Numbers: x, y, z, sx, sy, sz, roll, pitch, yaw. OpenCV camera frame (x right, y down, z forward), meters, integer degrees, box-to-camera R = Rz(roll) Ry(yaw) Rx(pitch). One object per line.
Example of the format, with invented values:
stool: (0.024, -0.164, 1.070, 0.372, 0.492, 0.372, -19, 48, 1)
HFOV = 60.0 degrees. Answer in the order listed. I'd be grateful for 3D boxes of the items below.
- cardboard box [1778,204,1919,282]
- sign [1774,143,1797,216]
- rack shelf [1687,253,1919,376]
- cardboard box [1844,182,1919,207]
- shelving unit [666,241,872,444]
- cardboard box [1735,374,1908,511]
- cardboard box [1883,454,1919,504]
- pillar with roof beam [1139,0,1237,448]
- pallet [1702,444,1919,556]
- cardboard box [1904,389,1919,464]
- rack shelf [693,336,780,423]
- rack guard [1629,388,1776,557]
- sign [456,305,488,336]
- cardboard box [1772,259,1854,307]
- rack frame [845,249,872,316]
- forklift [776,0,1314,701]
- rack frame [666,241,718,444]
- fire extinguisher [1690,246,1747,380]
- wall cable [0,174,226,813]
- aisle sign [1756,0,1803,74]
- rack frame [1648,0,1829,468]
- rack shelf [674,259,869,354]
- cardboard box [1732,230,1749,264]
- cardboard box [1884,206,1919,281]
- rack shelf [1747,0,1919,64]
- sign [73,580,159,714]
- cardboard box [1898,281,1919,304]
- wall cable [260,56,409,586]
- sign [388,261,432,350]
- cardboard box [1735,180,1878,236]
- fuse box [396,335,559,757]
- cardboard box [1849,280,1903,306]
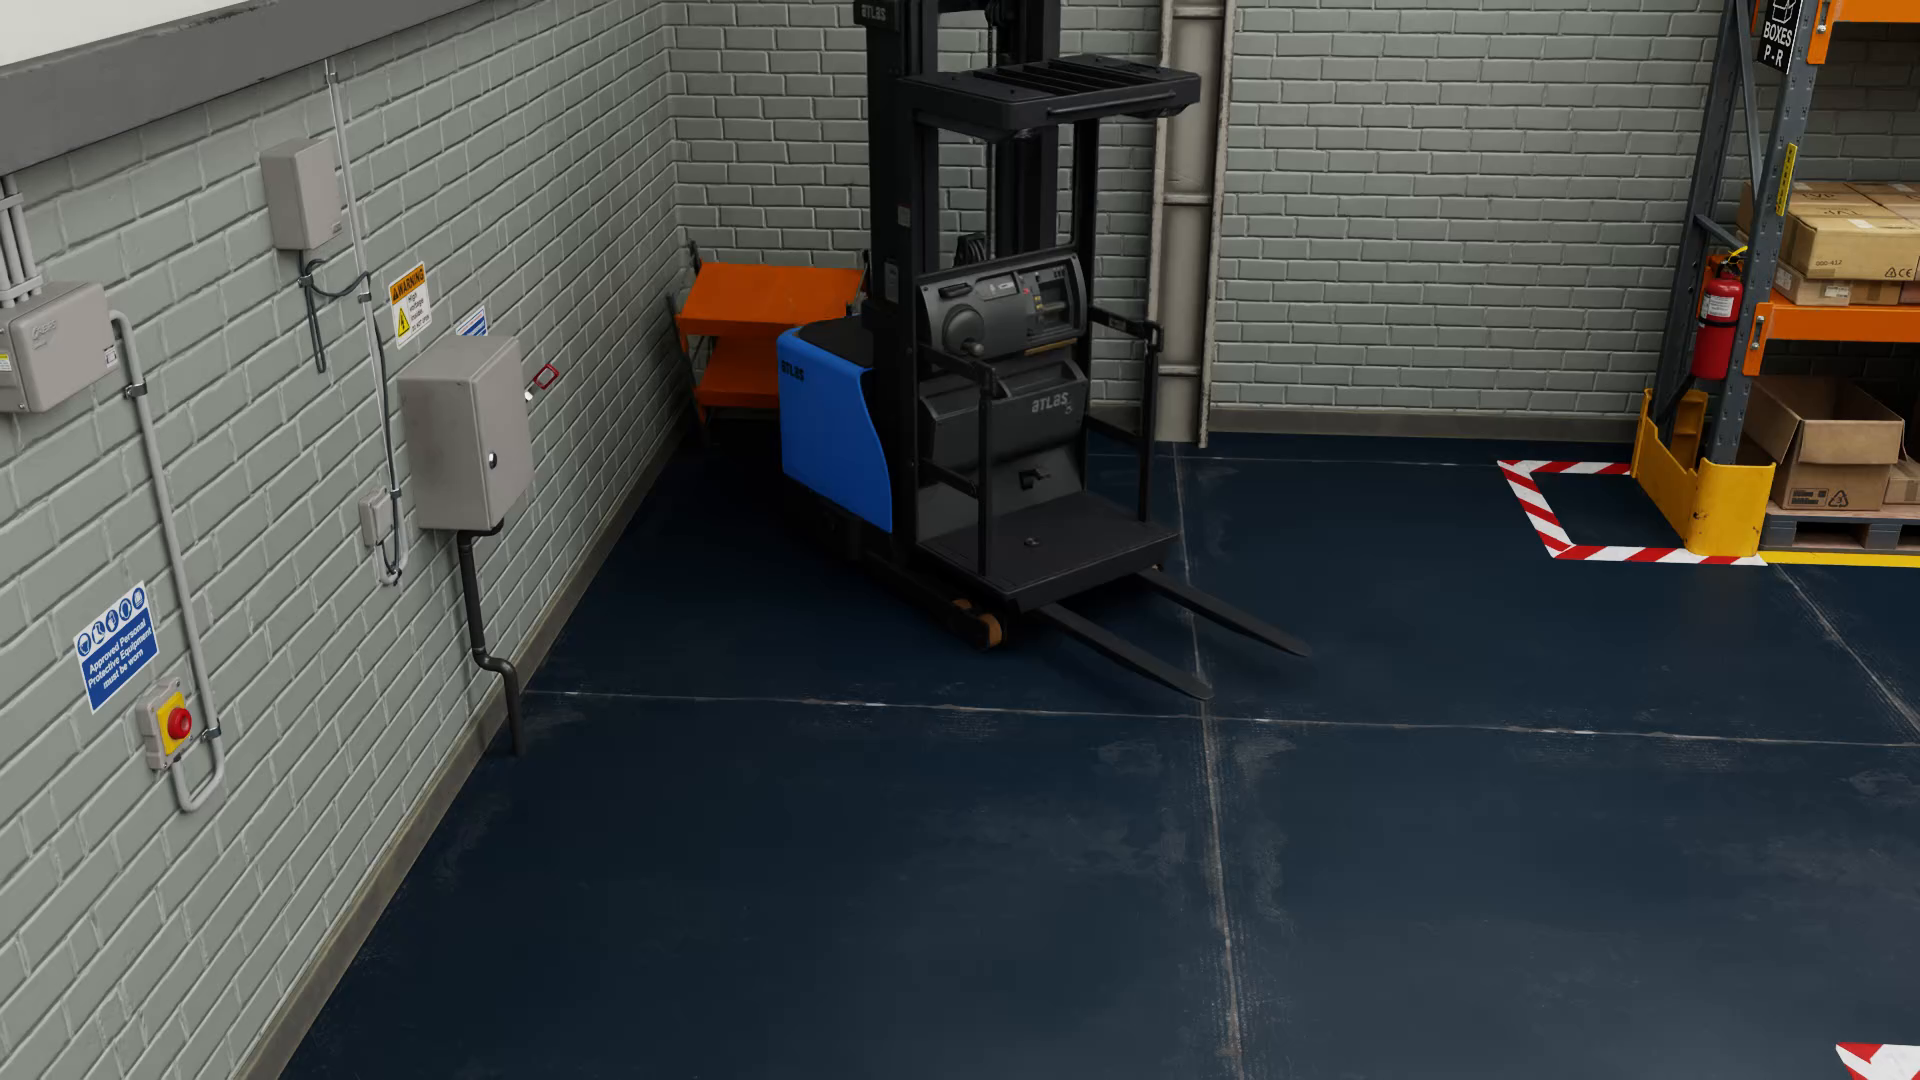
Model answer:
cardboard box: (4.345, -1.463, 8.165, 0.500, 0.250, 0.500, 2, 25, 4)
sign: (3.871, -1.690, 7.799, 0.005, 0.325, 0.100, 2, 25, 4)
rack shelf: (5.907, -1.132, 8.483, 4.000, 0.370, 1.077, 2, 25, 4)
cardboard box: (4.906, -1.669, 8.613, 0.500, 0.250, 0.500, 2, 25, 4)
shelving unit: (-1.021, -1.102, 9.627, 1.048, 1.125, 0.538, 4, 48, 10)
cardboard box: (4.515, -0.521, 8.778, 0.637, 0.503, 0.797, 1, 25, 2)
cardboard box: (4.936, -0.330, 8.787, 0.250, 0.149, 0.380, 1, 25, 2)
pillar with roof beam: (0.964, -2.916, 4.322, 0.400, 9.000, 9.100, 2, 25, 4)
pallet: (4.784, -0.229, 8.995, 1.213, 0.211, 1.003, 2, 25, 4)
cardboard box: (5.365, -0.476, 8.684, 0.500, 0.500, 0.700, 3, 25, 6)
rack shelf: (-1.003, -0.935, 9.805, 1.000, 0.278, 0.538, 4, 48, 10)
rack guard: (3.989, -0.385, 8.989, 0.348, 0.500, 1.175, 2, 25, 4)
sign: (-1.950, -0.665, 6.721, 0.001, 0.494, 0.329, 2, 25, 4)
cardboard box: (4.220, -1.284, 8.253, 0.250, 0.149, 0.380, 2, 25, 4)
rack frame: (-0.521, -1.064, 9.541, 0.032, 1.125, 0.500, 4, 48, 10)
forklift: (0.341, -1.060, 7.548, 1.130, 2.935, 3.031, -18, 30, -34)
rack frame: (-1.520, -1.139, 9.712, 0.032, 1.125, 0.500, 4, 48, 10)
fire extinguisher: (3.731, -1.131, 8.158, 0.183, 0.674, 0.296, 2, 25, 4)
wall cable: (-2.087, -0.101, 4.128, 0.123, 1.953, 0.585, 2, 25, 4)
aisle sign: (3.822, -2.584, 7.667, 0.004, 0.787, 0.394, 2, 25, 4)
rack frame: (3.913, -1.523, 8.472, 0.127, 3.000, 1.000, 2, 25, 4)
rack shelf: (-1.042, -1.301, 9.413, 1.000, 0.278, 0.538, 4, 48, 10)
cardboard box: (4.264, -1.510, 8.744, 0.250, 0.149, 0.380, 2, 25, 3)
cardboard box: (4.847, -1.447, 8.131, 0.500, 0.250, 0.500, 2, 25, 5)
rack shelf: (5.907, -2.495, 7.856, 4.000, 0.370, 1.077, 2, 25, 4)
sign: (-2.152, 0.270, 4.251, 0.001, 0.218, 0.327, 2, 25, 4)
cardboard box: (4.741, -1.301, 8.290, 0.250, 0.149, 0.380, 2, 25, 3)
wall cable: (-1.990, -0.678, 5.420, 0.122, 1.984, 0.588, 2, 25, 4)
sign: (-1.992, -0.855, 6.031, 0.001, 0.242, 0.339, 2, 25, 4)
cardboard box: (4.392, -1.686, 8.649, 0.500, 0.250, 0.500, 3, 25, 6)
fuse box: (-1.781, 0.089, 6.509, 0.414, 1.711, 0.539, 2, 25, 4)
cardboard box: (4.477, -1.295, 8.277, 0.250, 0.149, 0.380, 2, 25, 5)
